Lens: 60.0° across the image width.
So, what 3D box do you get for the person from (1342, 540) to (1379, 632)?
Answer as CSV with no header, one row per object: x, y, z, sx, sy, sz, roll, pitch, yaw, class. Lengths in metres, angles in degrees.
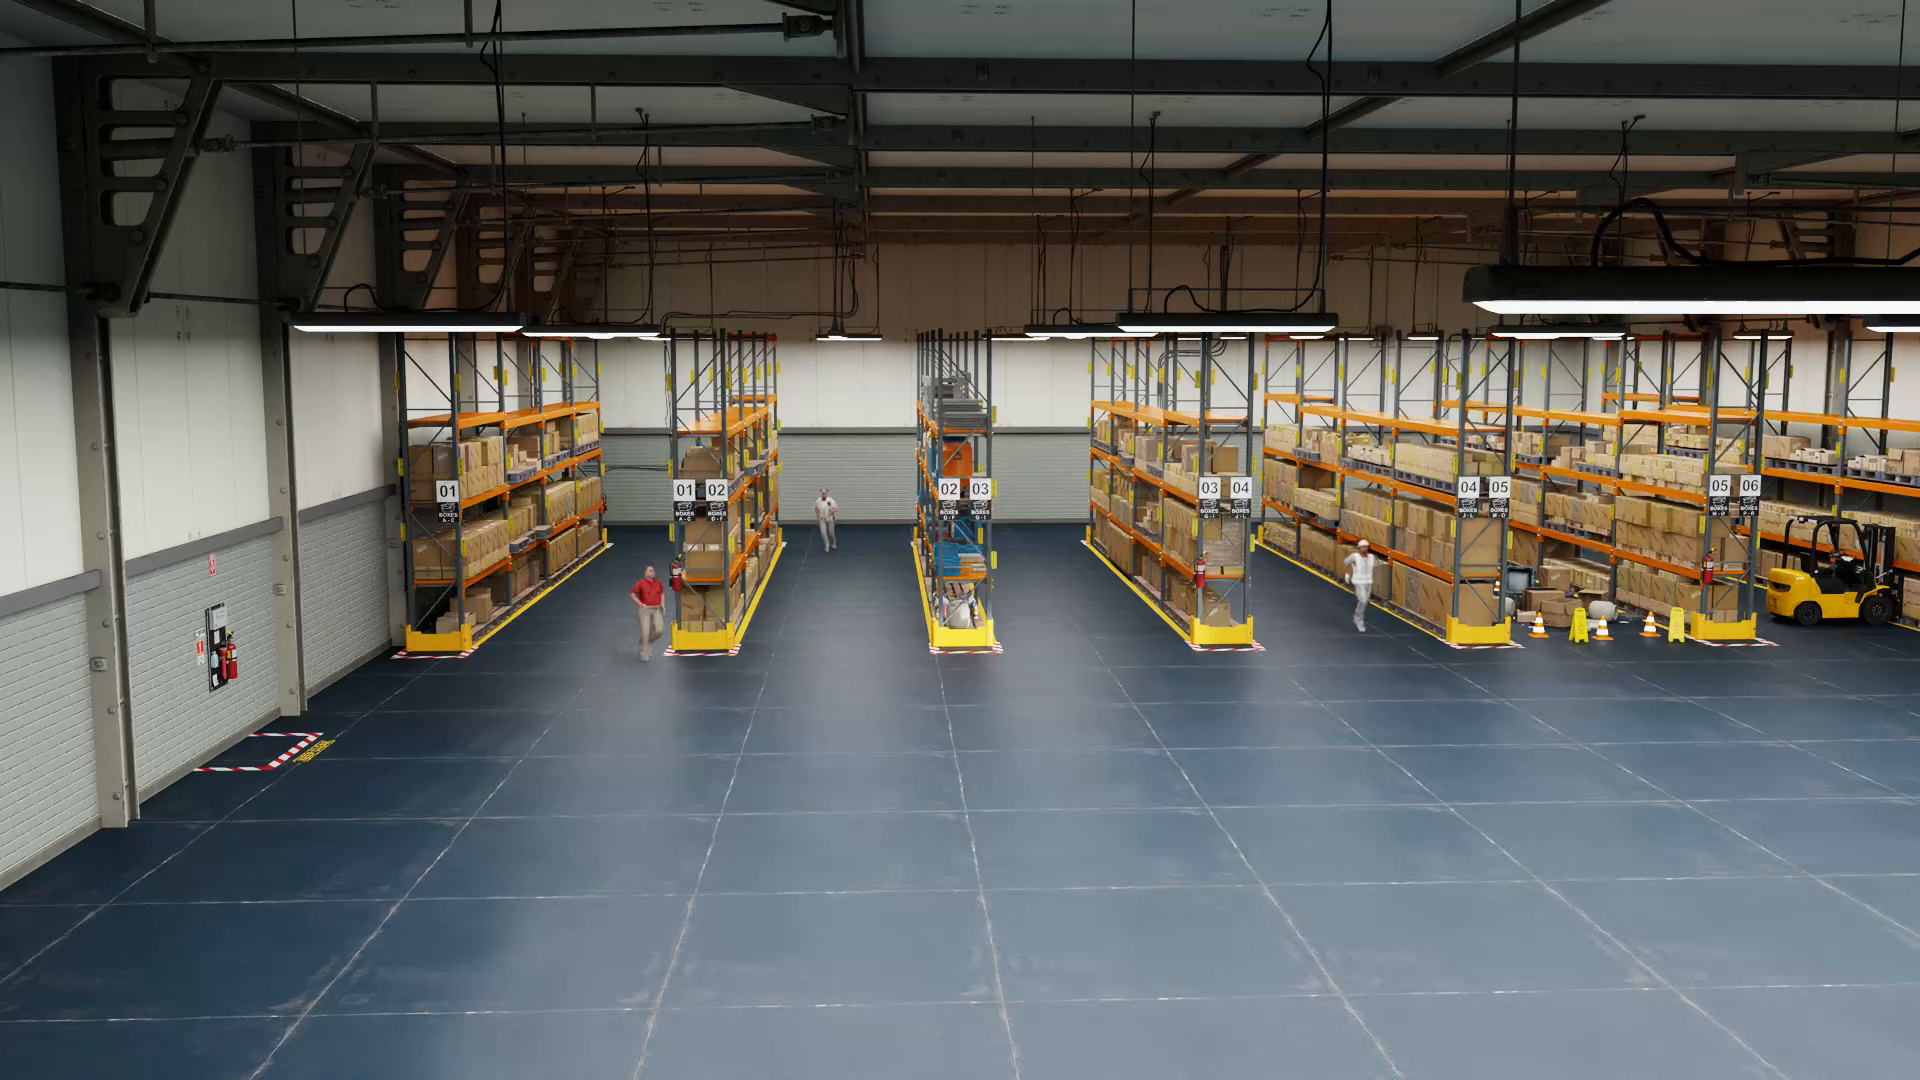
8.075,0.912,33.367,0.655,1.842,0.768,-2,7,-20,person

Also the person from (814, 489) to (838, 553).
-3.713,-0.565,46.061,0.655,1.758,0.772,0,7,-1,person

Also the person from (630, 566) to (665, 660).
-5.635,1.325,30.309,0.690,1.695,0.523,-5,8,-35,person

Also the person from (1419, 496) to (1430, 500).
14.006,-0.929,49.503,0.673,1.748,0.711,2,7,18,person
